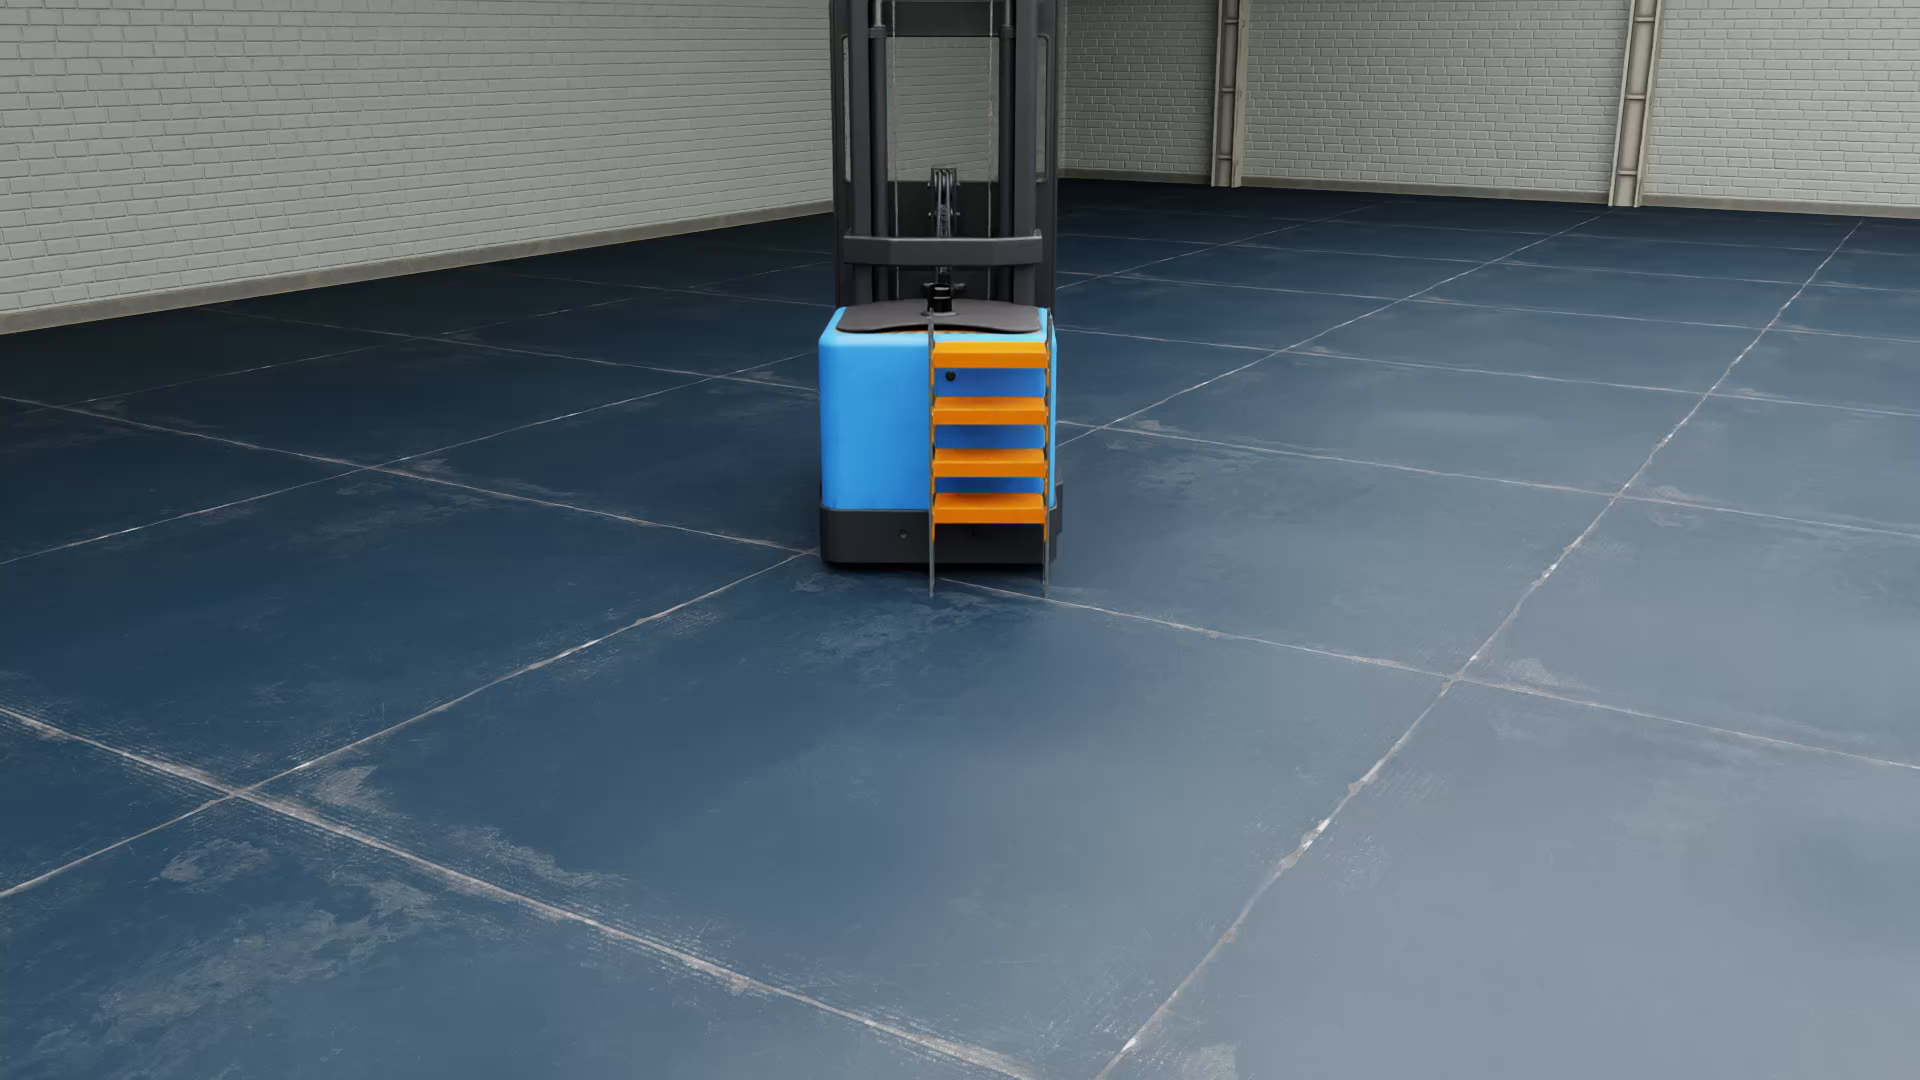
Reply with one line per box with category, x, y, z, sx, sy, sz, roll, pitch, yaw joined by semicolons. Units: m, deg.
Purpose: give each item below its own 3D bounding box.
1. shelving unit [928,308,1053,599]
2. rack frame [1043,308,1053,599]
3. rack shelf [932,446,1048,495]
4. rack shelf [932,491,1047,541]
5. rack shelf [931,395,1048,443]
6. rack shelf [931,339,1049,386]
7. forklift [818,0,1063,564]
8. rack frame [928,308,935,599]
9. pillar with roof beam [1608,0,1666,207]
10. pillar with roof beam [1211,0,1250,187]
shelving unit;0.124;-0.359;6.998;0.503;1.200;0.258;0;17;1
rack frame;0.368;-0.358;6.995;0.015;1.200;0.240;0;17;1
rack shelf;0.124;-0.294;7.018;0.480;0.148;0.258;0;17;1
rack shelf;0.124;-0.104;7.075;0.480;0.148;0.258;0;17;1
rack shelf;0.124;-0.508;6.953;0.480;0.148;0.258;0;17;1
rack shelf;0.124;-0.735;6.884;0.480;0.148;0.258;0;17;1
forklift;-0.066;-1.671;8.338;1.130;2.935;3.031;0;17;1
rack frame;-0.120;-0.360;7.001;0.015;1.200;0.240;0;17;1
pillar with roof beam;7.073;-7.933;18.513;0.400;9.000;9.100;10;20;30
pillar with roof beam;1.961;-8.845;21.517;0.400;9.000;9.100;10;20;30
